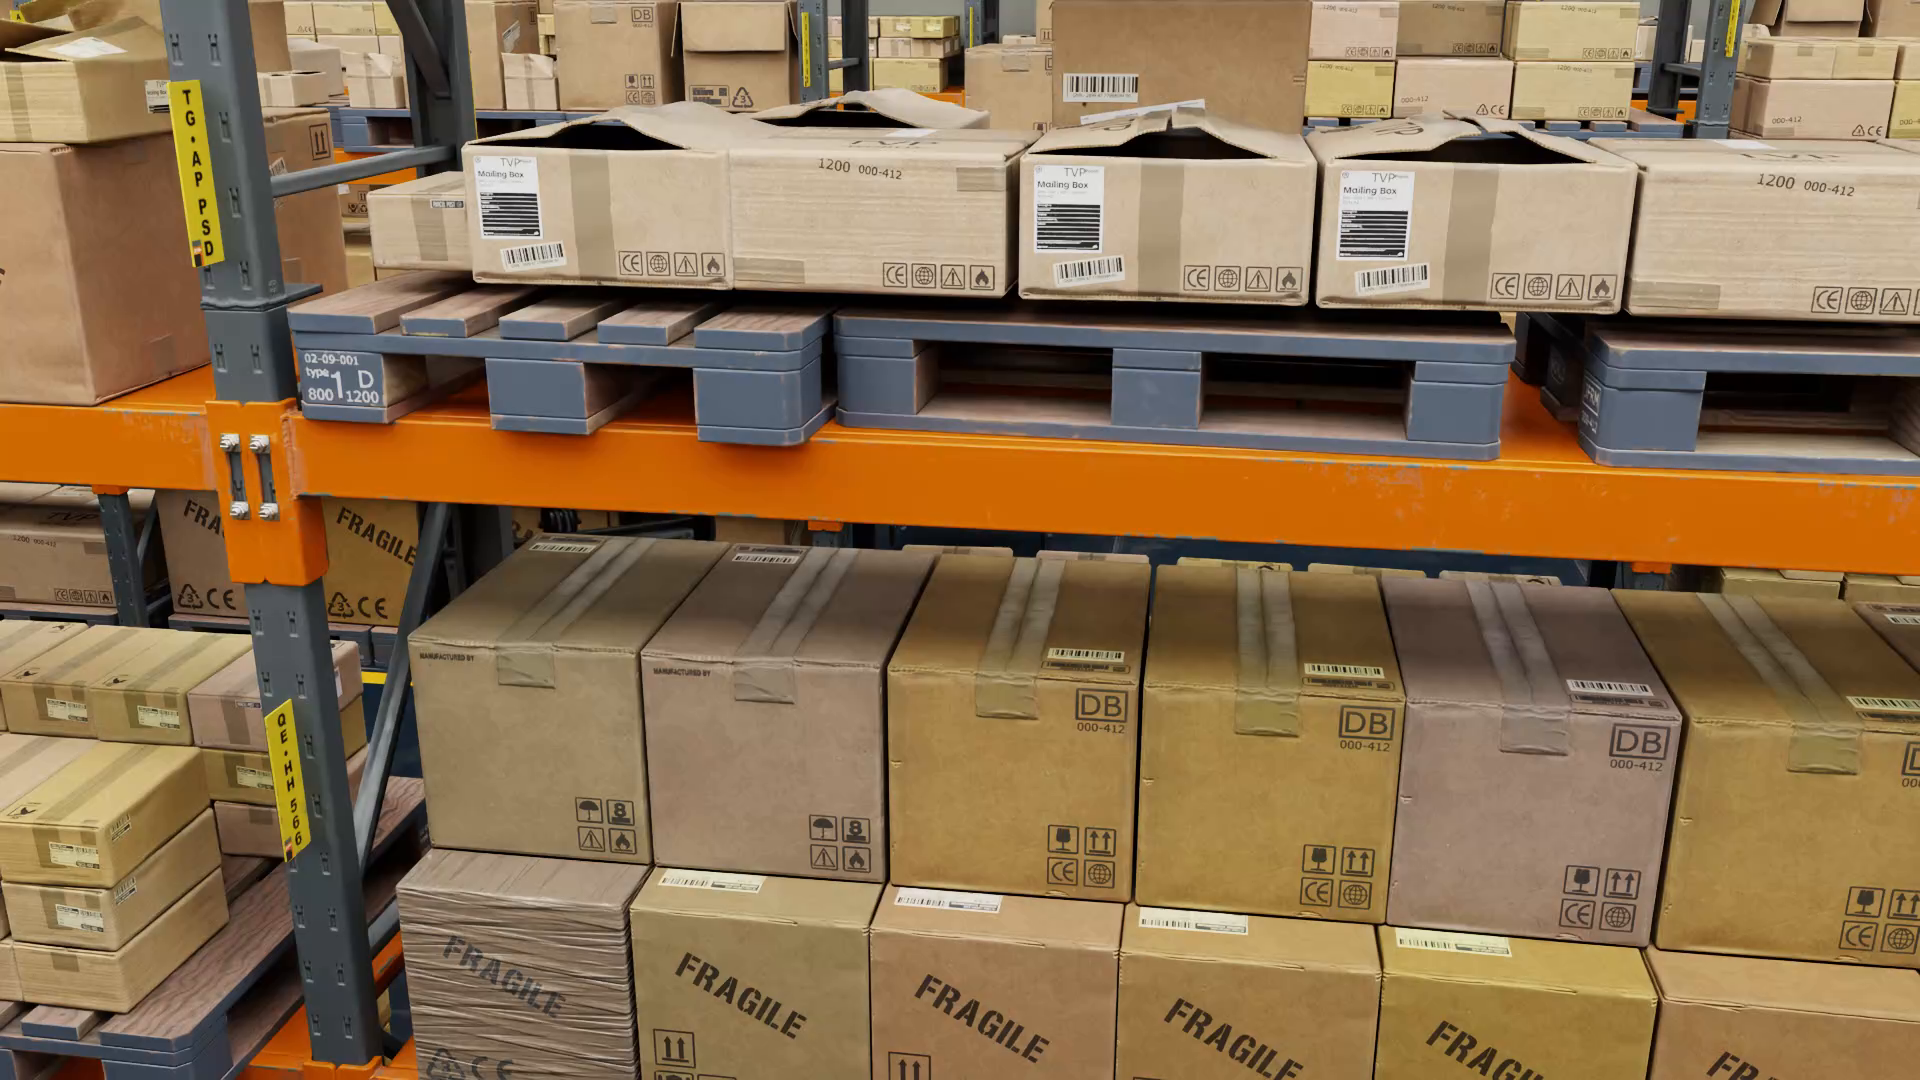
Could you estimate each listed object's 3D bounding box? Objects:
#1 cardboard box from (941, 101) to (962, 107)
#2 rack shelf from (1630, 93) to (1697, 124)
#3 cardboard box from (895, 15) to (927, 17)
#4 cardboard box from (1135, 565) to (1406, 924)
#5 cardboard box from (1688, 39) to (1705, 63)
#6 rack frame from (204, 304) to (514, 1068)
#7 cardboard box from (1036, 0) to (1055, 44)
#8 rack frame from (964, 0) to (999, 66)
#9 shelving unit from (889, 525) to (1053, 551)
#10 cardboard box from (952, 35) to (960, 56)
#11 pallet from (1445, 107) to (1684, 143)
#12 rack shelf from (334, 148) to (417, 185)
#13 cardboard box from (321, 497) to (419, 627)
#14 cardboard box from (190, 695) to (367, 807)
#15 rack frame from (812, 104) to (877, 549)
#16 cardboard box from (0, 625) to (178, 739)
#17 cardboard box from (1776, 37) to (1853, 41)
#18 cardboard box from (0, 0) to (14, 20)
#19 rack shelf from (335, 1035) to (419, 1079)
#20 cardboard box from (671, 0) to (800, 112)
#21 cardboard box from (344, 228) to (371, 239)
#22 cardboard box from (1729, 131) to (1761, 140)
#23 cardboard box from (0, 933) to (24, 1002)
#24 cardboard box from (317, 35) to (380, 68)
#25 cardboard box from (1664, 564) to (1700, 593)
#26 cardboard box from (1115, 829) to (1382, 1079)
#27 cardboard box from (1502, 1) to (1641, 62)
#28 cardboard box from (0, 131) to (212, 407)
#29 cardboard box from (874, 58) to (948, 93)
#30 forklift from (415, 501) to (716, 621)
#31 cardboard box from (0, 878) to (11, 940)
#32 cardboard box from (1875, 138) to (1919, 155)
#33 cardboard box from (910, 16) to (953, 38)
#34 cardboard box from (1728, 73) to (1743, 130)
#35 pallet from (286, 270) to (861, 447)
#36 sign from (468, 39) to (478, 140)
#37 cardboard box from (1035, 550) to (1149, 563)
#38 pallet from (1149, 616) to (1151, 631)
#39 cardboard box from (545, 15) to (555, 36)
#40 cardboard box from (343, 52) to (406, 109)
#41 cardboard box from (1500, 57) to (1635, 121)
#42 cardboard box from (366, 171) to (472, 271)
[{"bbox_3d":[-0.075,-1.999,8.035,0.258,0.266,0.396,3,19,9],"label":"cardboard box"},{"bbox_3d":[6.097,-3.057,12.119,4.000,0.370,1.077,3,19,9],"label":"rack shelf"},{"bbox_3d":[-0.393,-4.086,13.200,0.250,0.149,0.380,3,19,9],"label":"cardboard box"},{"bbox_3d":[0.656,0.413,3.607,0.500,0.500,0.700,3,19,8],"label":"cardboard box"},{"bbox_3d":[5.276,-3.470,11.795,0.250,0.149,0.380,3,19,10],"label":"cardboard box"},{"bbox_3d":[-1.296,0.833,4.085,0.127,3.000,1.000,3,19,9],"label":"rack frame"},{"bbox_3d":[0.849,-3.881,12.471,0.500,0.500,0.500,3,19,9],"label":"cardboard box"},{"bbox_3d":[0.173,-5.123,12.431,0.127,3.000,1.000,3,19,9],"label":"rack frame"},{"bbox_3d":[0.084,-0.707,11.052,1.048,1.500,0.538,3,19,9],"label":"shelving unit"},{"bbox_3d":[-0.150,-3.911,13.146,0.250,0.149,0.380,3,19,9],"label":"cardboard box"},{"bbox_3d":[2.746,-1.919,7.880,1.003,0.211,1.213,3,19,9],"label":"pallet"},{"bbox_3d":[-2.586,-1.904,8.674,4.000,0.370,1.077,3,19,9],"label":"rack shelf"},{"bbox_3d":[-3.042,-0.066,9.460,0.875,0.875,0.875,3,19,10],"label":"cardboard box"},{"bbox_3d":[-1.742,0.525,4.271,0.250,0.149,0.380,4,19,11],"label":"cardboard box"},{"bbox_3d":[-0.611,-0.722,8.735,0.127,3.000,1.000,3,19,9],"label":"rack frame"},{"bbox_3d":[-2.229,0.361,4.293,0.250,0.149,0.380,3,19,8],"label":"cardboard box"},{"bbox_3d":[3.955,-2.266,7.760,0.250,0.149,0.380,2,19,7],"label":"cardboard box"},{"bbox_3d":[-5.108,-2.736,9.047,0.500,0.500,0.500,3,19,10],"label":"cardboard box"},{"bbox_3d":[0.678,1.275,3.898,4.000,0.370,1.077,3,19,9],"label":"rack shelf"},{"bbox_3d":[-1.007,-2.365,8.091,0.637,0.503,0.797,2,19,5],"label":"cardboard box"},{"bbox_3d":[-3.070,-1.446,9.164,0.500,0.500,0.500,3,19,10],"label":"cardboard box"},{"bbox_3d":[3.610,-1.731,7.418,0.250,0.149,0.380,3,19,8],"label":"cardboard box"},{"bbox_3d":[-2.101,0.860,3.741,0.250,0.149,0.380,3,19,9],"label":"cardboard box"},{"bbox_3d":[-4.808,-3.940,13.392,0.500,0.250,0.500,2,19,7],"label":"cardboard box"},{"bbox_3d":[3.965,0.174,8.546,0.500,0.500,0.500,3,19,8],"label":"cardboard box"},{"bbox_3d":[0.596,0.969,3.521,0.500,0.500,0.500,3,19,8],"label":"cardboard box"},{"bbox_3d":[2.746,-2.298,7.503,0.500,0.250,0.500,3,19,10],"label":"cardboard box"},{"bbox_3d":[-1.901,-0.586,3.441,0.500,0.500,0.500,3,19,9],"label":"cardboard box"},{"bbox_3d":[-0.373,-3.579,12.781,0.500,0.250,0.500,2,19,7],"label":"cardboard box"},{"bbox_3d":[-1.350,0.206,6.069,1.130,2.935,3.031,-8,20,-23],"label":"forklift"},{"bbox_3d":[-2.120,0.717,3.697,0.250,0.149,0.380,4,19,11],"label":"cardboard box"},{"bbox_3d":[1.930,-0.549,2.905,0.500,0.250,0.500,3,19,9],"label":"cardboard box"},{"bbox_3d":[-0.214,-3.884,12.595,0.250,0.149,0.380,4,19,10],"label":"cardboard box"},{"bbox_3d":[3.819,-2.076,7.819,0.500,0.250,0.500,3,19,8],"label":"cardboard box"},{"bbox_3d":[-0.652,-0.484,3.592,1.003,0.211,1.213,4,19,11],"label":"pallet"},{"bbox_3d":[-1.200,-1.045,4.033,0.005,0.325,0.100,3,19,9],"label":"sign"},{"bbox_3d":[0.675,0.391,8.887,0.625,0.372,0.950,3,19,8],"label":"cardboard box"},{"bbox_3d":[1.361,0.702,8.873,1.213,0.211,1.003,3,19,9],"label":"pallet"},{"bbox_3d":[-3.033,-4.000,12.912,0.250,0.149,0.380,3,19,8],"label":"cardboard box"},{"bbox_3d":[-2.812,-2.280,8.213,0.258,0.266,0.396,4,19,13],"label":"cardboard box"},{"bbox_3d":[2.739,-2.056,7.567,0.500,0.250,0.500,3,19,8],"label":"cardboard box"},{"bbox_3d":[-0.992,-0.650,3.366,0.250,0.149,0.380,2,19,6],"label":"cardboard box"}]
